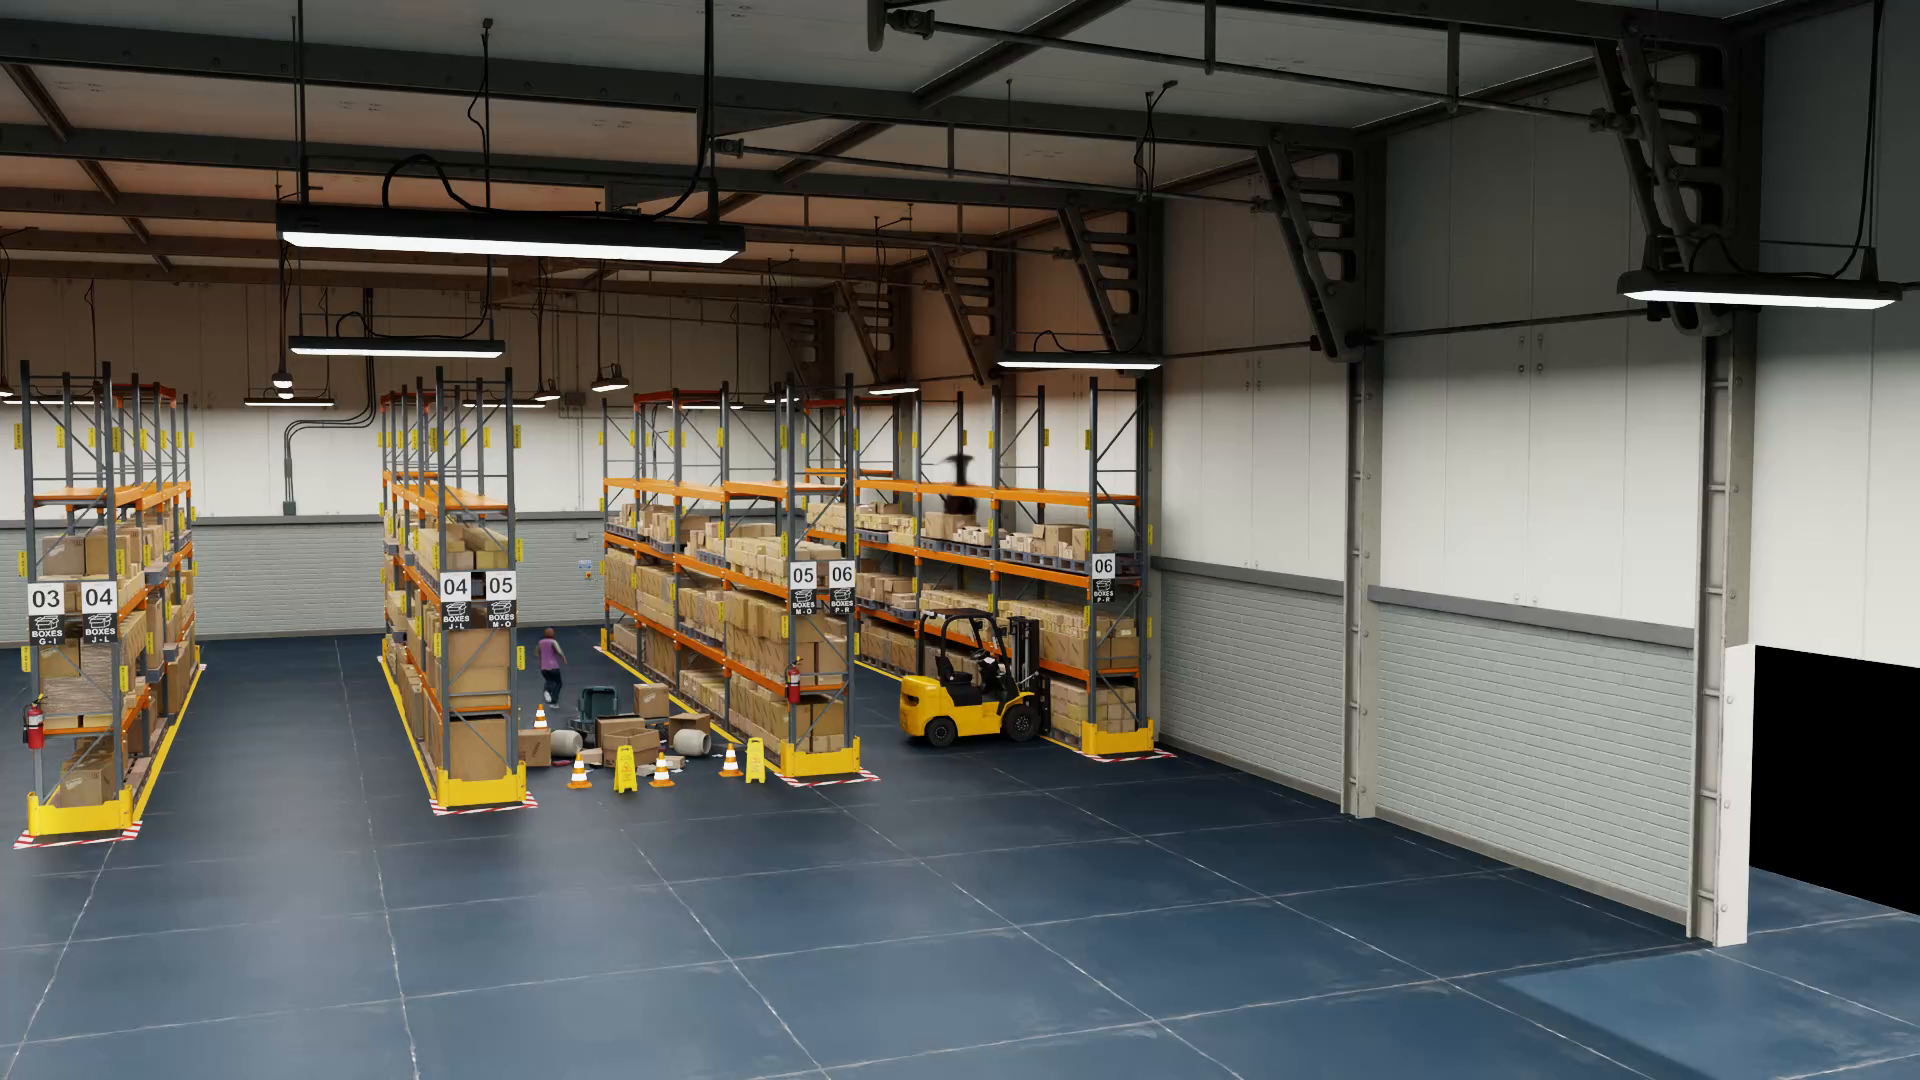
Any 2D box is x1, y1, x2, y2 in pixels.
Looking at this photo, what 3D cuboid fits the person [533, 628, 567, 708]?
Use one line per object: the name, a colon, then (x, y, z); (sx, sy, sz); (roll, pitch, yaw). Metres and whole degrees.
person: (-7.699, 2.395, 31.160); (0.608, 1.507, 0.483); (0, 3, 6)
